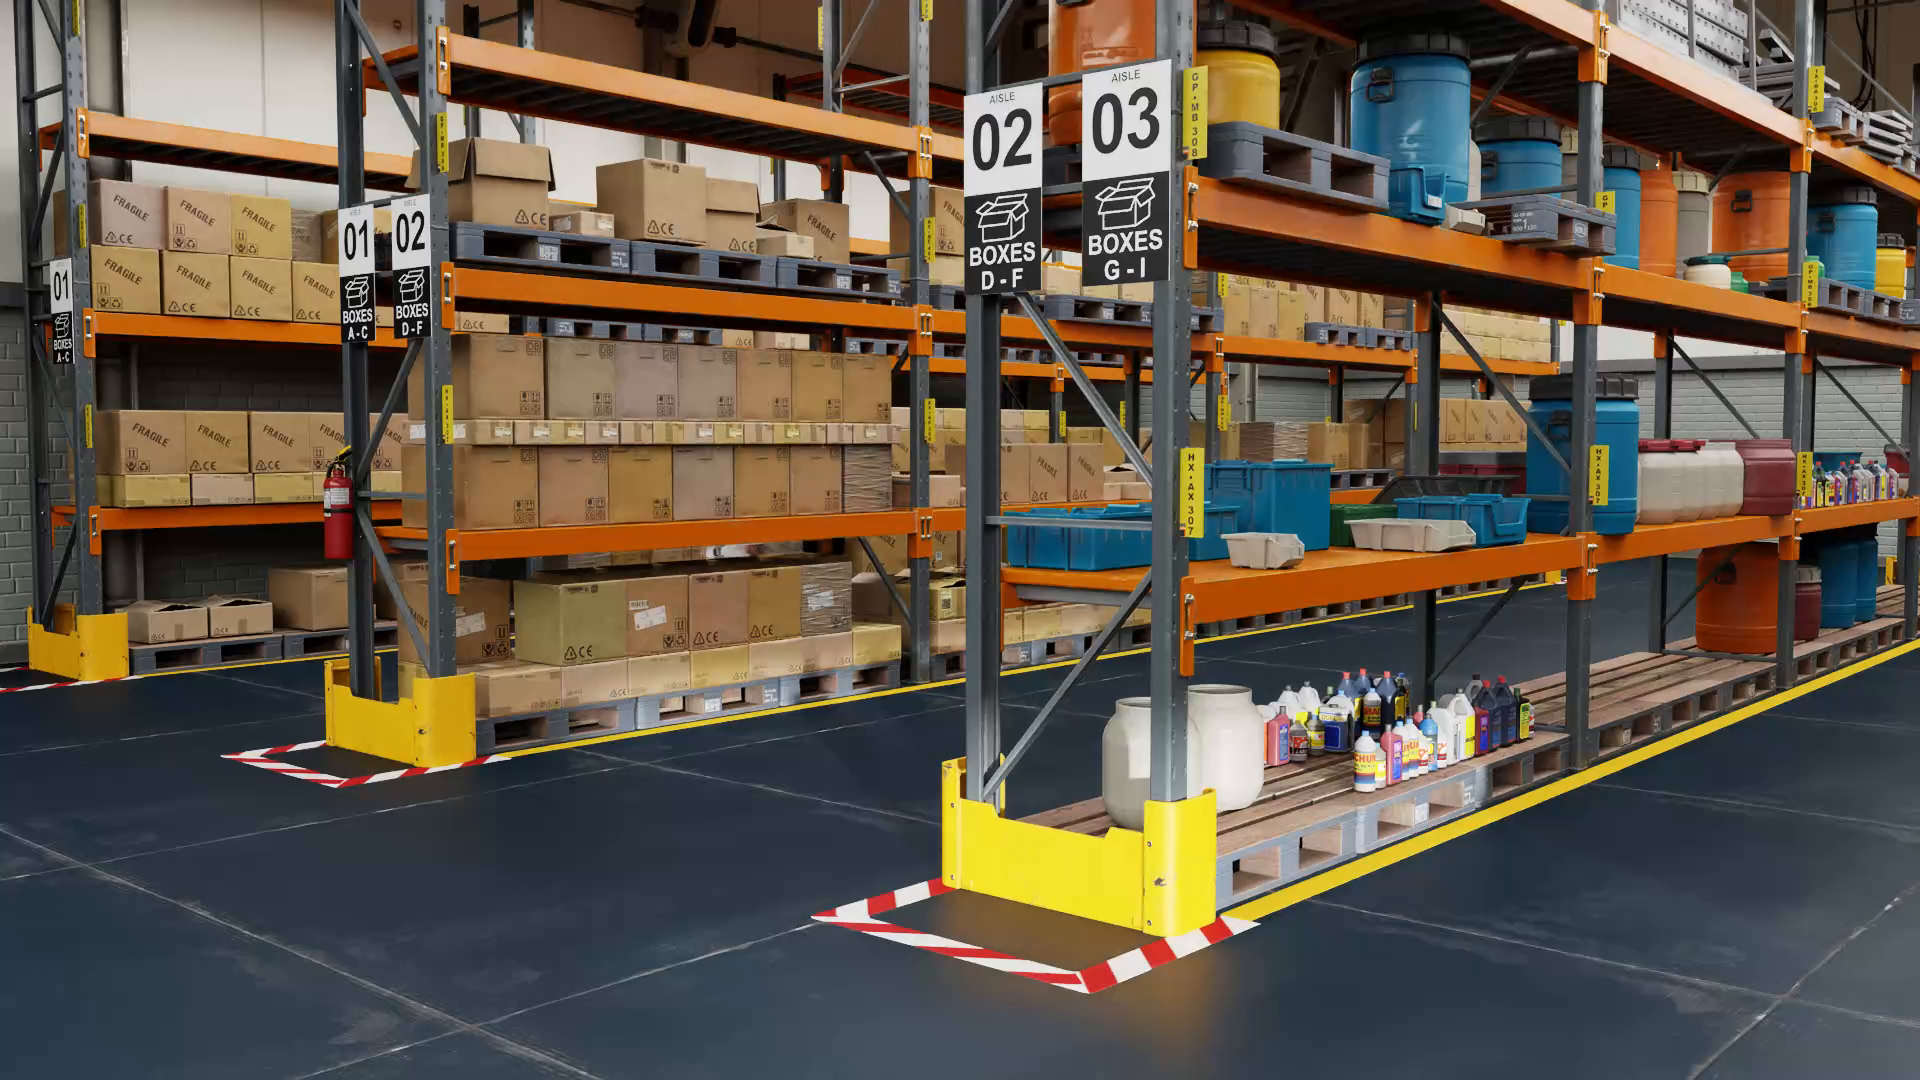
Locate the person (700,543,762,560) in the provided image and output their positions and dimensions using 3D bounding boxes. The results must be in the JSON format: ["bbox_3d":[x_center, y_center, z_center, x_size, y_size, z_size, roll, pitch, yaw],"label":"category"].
[{"bbox_3d":[-2.021,0.045,14.559,0.582,1.776,0.531,2,4,34],"label":"person"}]
